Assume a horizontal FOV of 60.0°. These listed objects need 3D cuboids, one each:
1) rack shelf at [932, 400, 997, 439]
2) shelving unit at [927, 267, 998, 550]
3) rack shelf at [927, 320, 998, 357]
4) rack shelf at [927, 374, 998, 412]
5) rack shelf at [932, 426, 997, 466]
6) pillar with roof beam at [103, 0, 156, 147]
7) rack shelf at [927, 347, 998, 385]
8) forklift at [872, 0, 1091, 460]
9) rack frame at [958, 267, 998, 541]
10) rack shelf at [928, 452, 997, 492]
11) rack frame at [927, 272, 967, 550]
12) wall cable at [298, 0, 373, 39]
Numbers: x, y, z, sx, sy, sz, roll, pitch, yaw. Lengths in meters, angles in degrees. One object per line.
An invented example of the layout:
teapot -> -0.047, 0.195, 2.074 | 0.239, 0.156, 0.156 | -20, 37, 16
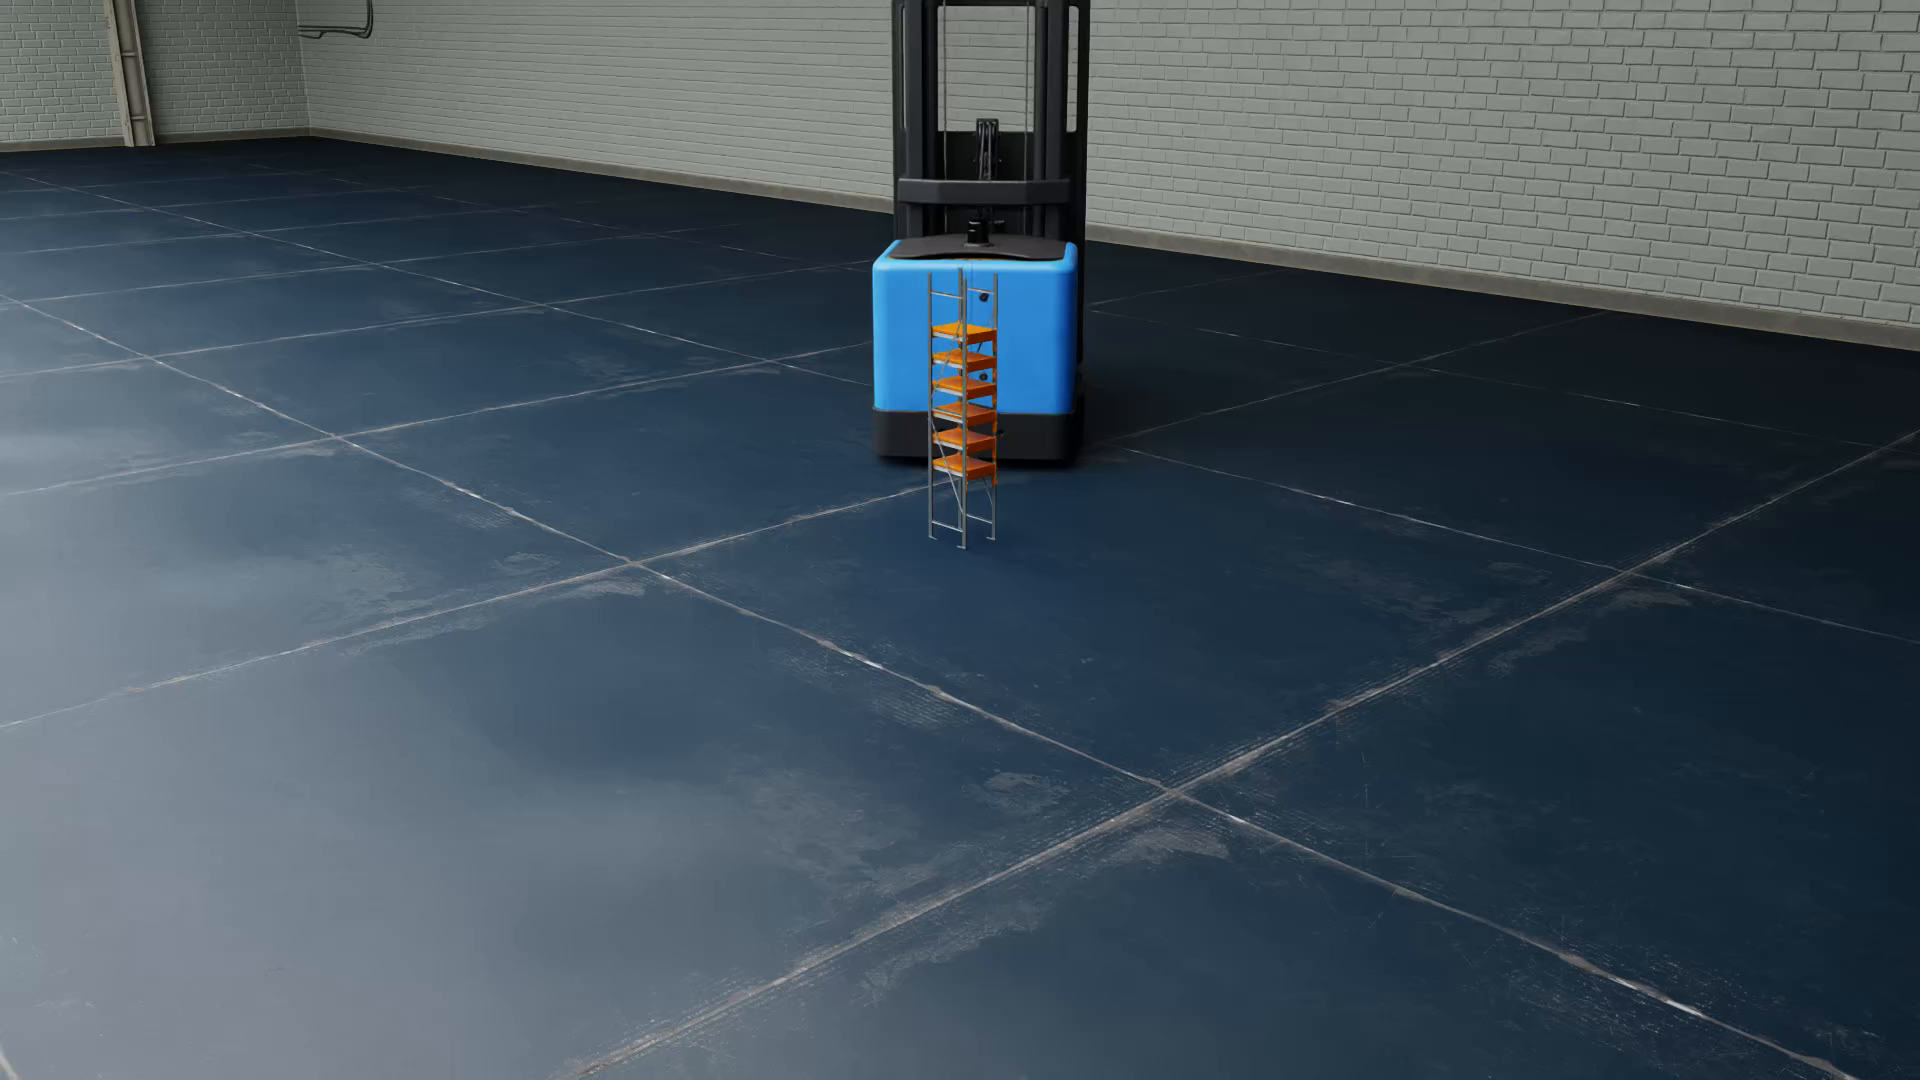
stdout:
rack shelf -> 0.011, -0.532, 7.323 | 0.180, 0.103, 0.258 | -16, 24, -41
shelving unit -> 0.011, -0.574, 7.309 | 0.189, 1.200, 0.258 | -16, 24, -41
rack shelf -> 0.011, -0.874, 7.212 | 0.180, 0.103, 0.258 | -16, 24, -41
rack shelf -> 0.011, -0.646, 7.286 | 0.180, 0.103, 0.258 | -16, 24, -41
rack shelf -> 0.011, -0.417, 7.360 | 0.180, 0.103, 0.258 | -16, 24, -41
pillar with roof beam -> -10.800, -9.937, 23.542 | 0.400, 9.000, 9.100 | -16, 24, -41
rack shelf -> 0.011, -0.760, 7.249 | 0.180, 0.103, 0.258 | -16, 24, -41
forklift -> 0.190, -2.211, 9.552 | 1.130, 2.935, 3.031 | 2, 18, 5
rack frame -> 0.077, -0.593, 7.369 | 0.006, 1.200, 0.240 | -16, 24, -41
rack shelf -> 0.011, -0.303, 7.397 | 0.180, 0.103, 0.258 | -16, 24, -41
rack frame -> -0.056, -0.554, 7.249 | 0.006, 1.200, 0.240 | -16, 24, -41
wall cable -> -10.709, -9.752, 28.008 | 0.112, 2.526, 3.097 | -16, 24, -41
